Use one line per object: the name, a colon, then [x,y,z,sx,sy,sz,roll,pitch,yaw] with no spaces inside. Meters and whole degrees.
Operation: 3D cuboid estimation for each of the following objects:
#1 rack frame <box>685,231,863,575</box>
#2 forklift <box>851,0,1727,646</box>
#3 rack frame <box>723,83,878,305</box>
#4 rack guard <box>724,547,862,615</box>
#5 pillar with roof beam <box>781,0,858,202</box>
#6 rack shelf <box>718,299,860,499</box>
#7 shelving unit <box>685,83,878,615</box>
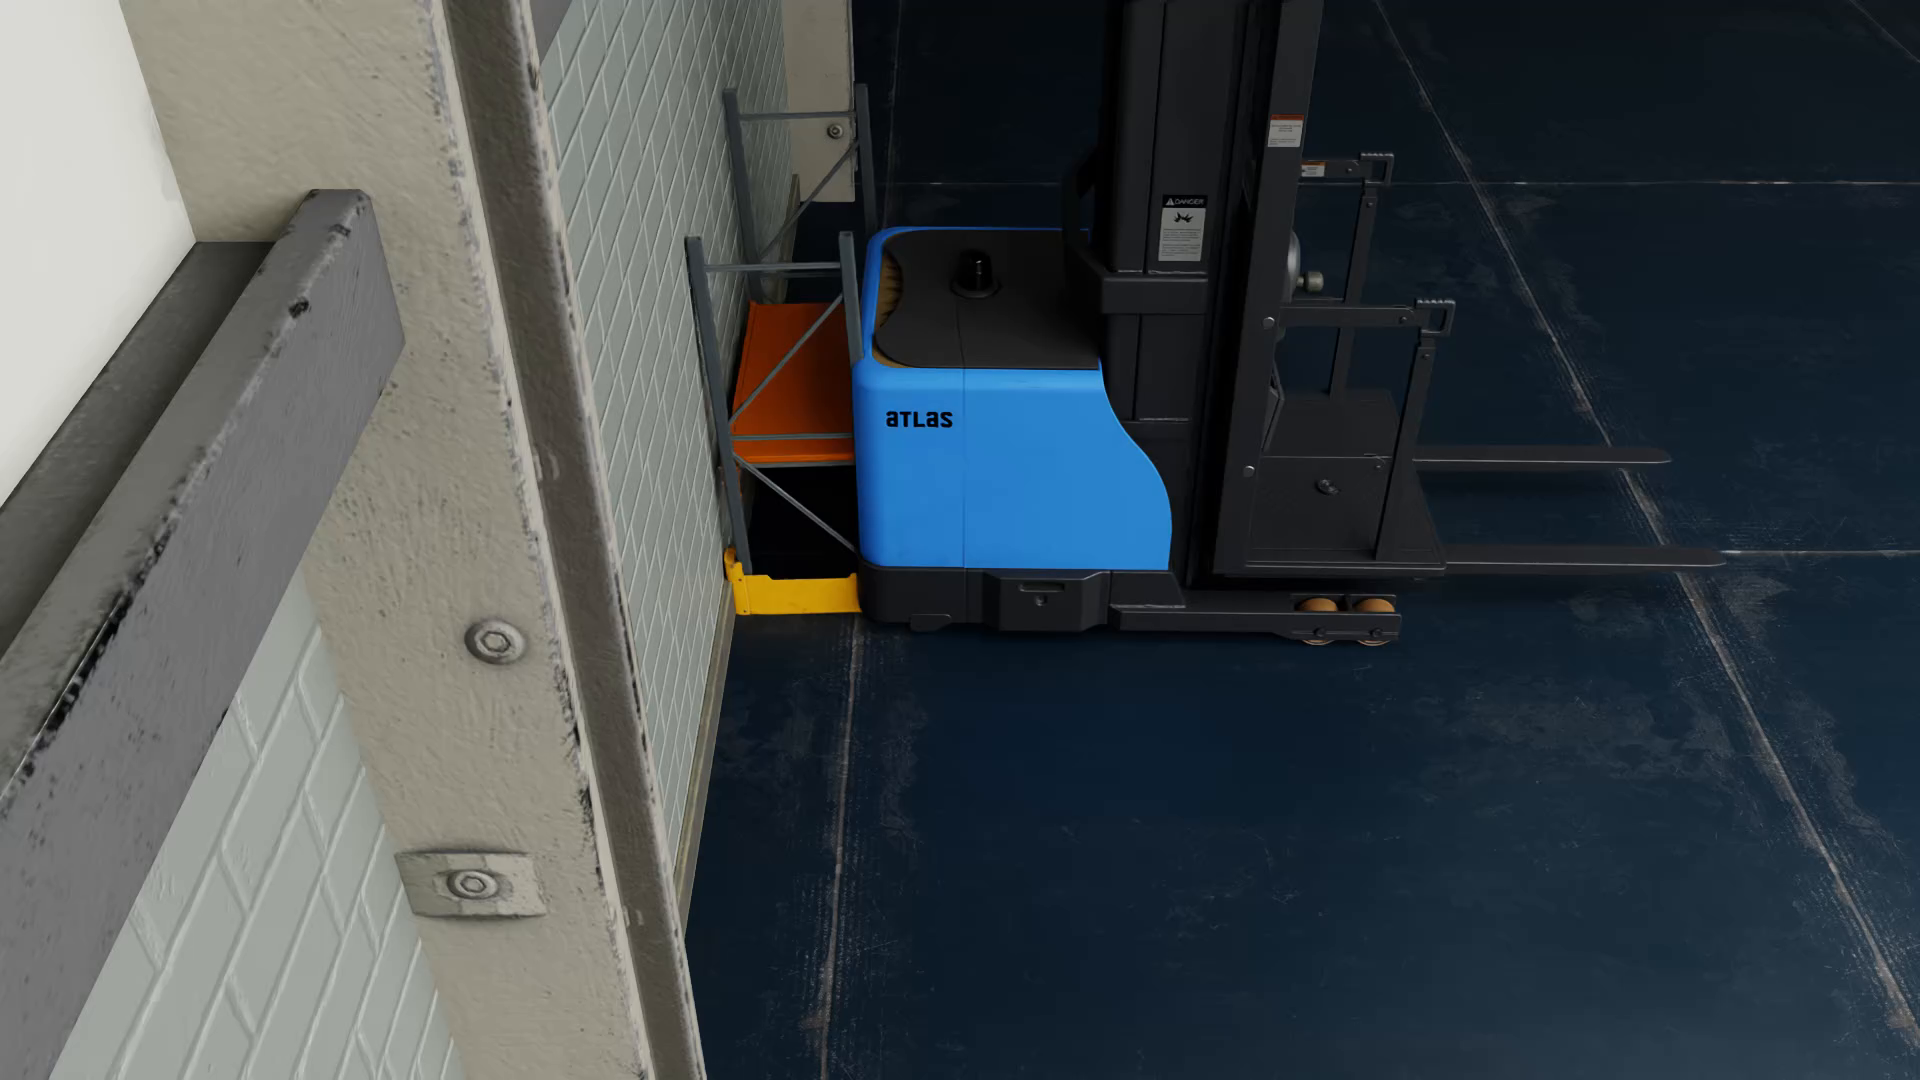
rack frame: [-0.545,-0.337,5.464,0.500,1.500,0.032,-2,40,1]
forklift: [1.166,-1.113,5.295,3.031,2.935,1.130,1,39,1]
rack frame: [-0.545,-0.993,6.241,0.500,1.500,0.032,-2,40,1]
rack guard: [-0.523,0.139,5.869,0.587,0.250,0.087,-2,40,1]
pillar with roof beam: [3.619,-5.343,5.722,9.100,9.000,0.400,0,39,0]
rack shelf: [-0.539,-0.528,5.969,0.538,0.185,1.000,-2,40,1]
shelving unit: [-0.545,-0.659,5.846,0.587,1.500,1.083,-2,40,1]
